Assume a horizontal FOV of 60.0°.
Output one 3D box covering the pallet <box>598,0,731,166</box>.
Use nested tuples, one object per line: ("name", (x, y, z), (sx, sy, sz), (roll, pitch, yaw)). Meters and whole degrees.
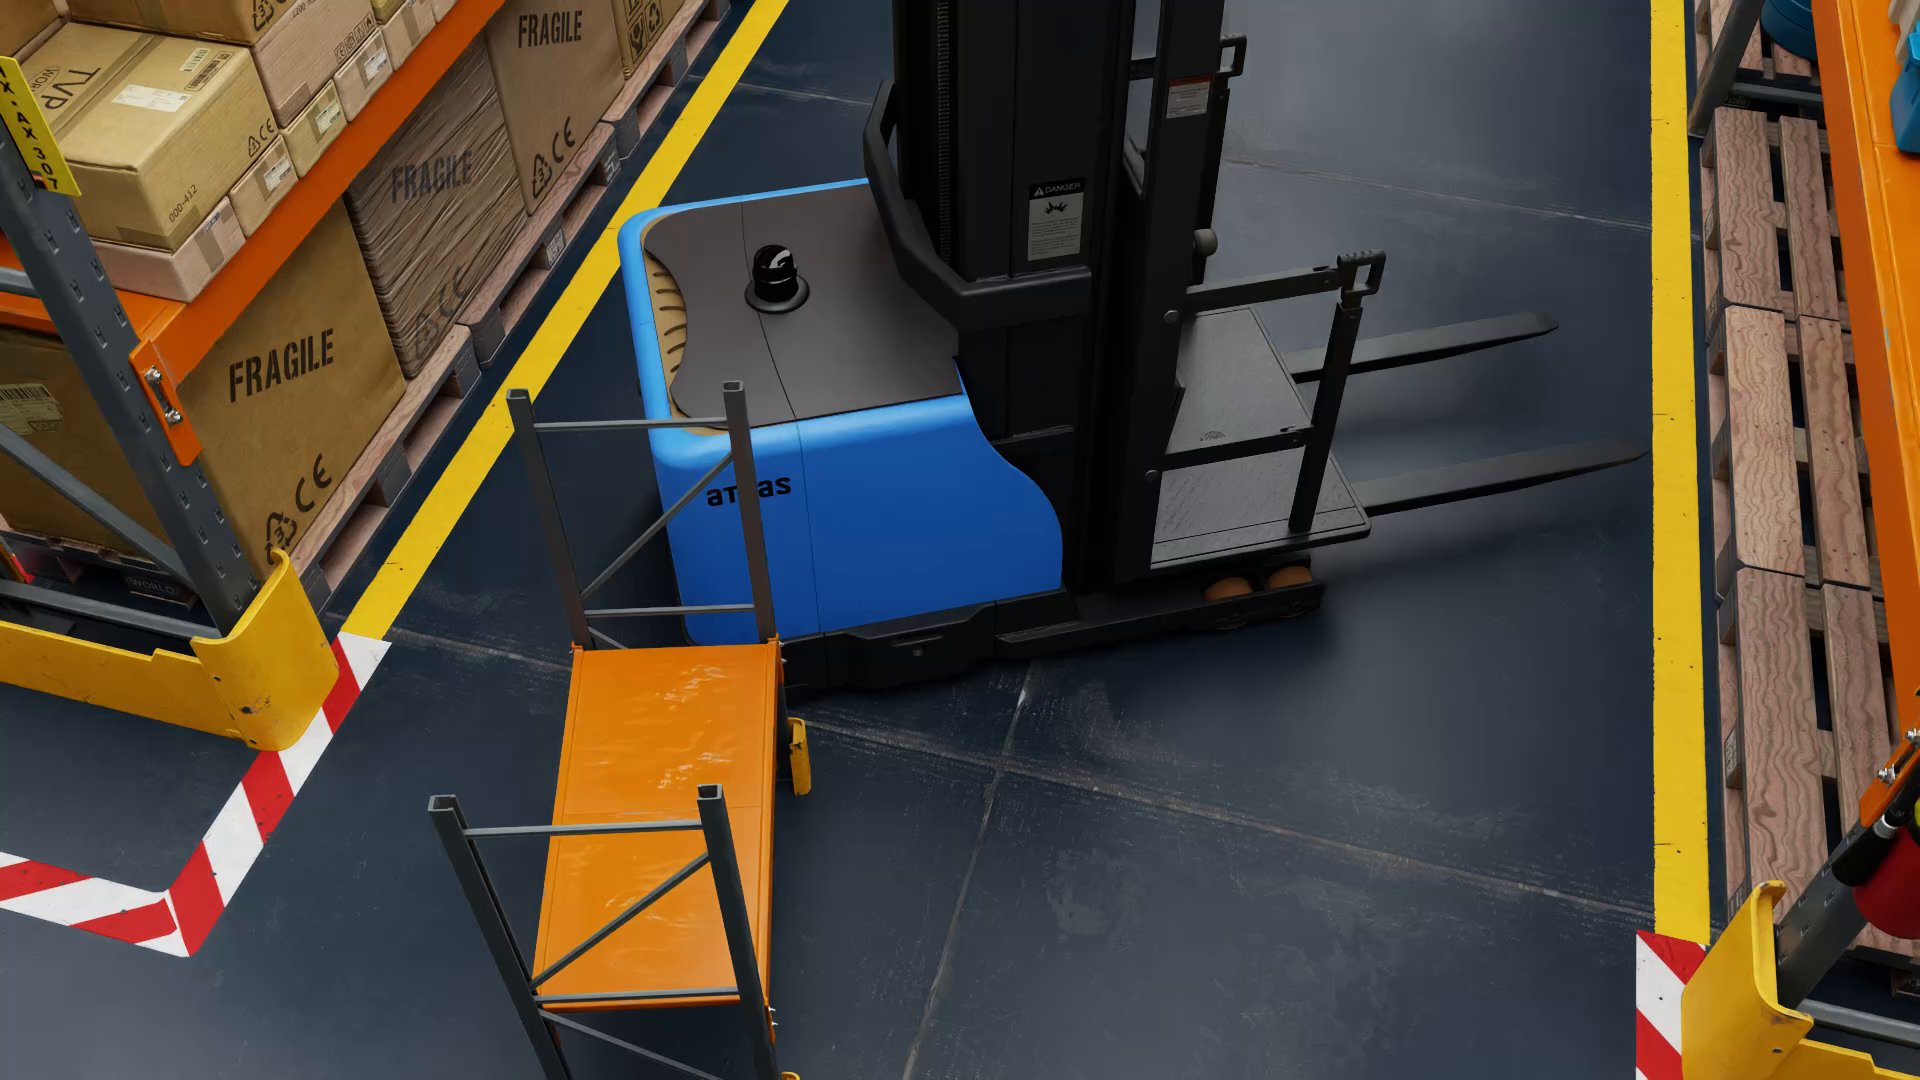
("pallet", (-1.638, -2.072, 6.938), (1.003, 0.211, 1.213), (12, 50, 10))

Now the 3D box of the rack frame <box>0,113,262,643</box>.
("rack frame", (-2.415, -0.636, 3.811), (1.000, 3.000, 0.127), (12, 50, 10))

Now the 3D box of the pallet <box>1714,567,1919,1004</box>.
("pallet", (2.618, 0.675, 4.513), (1.003, 0.211, 1.213), (12, 50, 10))

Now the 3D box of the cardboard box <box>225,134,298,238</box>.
("cardboard box", (-1.937, -0.930, 4.238), (0.380, 0.149, 0.250), (11, 49, 9))

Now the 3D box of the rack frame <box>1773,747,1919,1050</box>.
("rack frame", (2.363, 0.341, 2.948), (1.000, 3.000, 0.127), (12, 50, 10))

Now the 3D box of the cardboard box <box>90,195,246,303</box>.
("cardboard box", (-2.003, -0.745, 4.074), (0.380, 0.149, 0.250), (12, 50, 10))

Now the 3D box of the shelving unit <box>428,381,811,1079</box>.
("shelving unit", (-0.685, 0.565, 3.751), (0.587, 1.500, 1.083), (-2, 49, -2))

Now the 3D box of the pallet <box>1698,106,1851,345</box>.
("pallet", (3.260, -1.090, 6.071), (1.003, 0.211, 1.213), (12, 50, 10))

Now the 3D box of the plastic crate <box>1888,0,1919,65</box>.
("plastic crate", (2.836, -1.464, 4.581), (0.437, 0.282, 0.530), (12, 50, 10))

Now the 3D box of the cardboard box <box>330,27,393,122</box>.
("cardboard box", (-1.803, -1.304, 4.568), (0.380, 0.149, 0.250), (11, 49, 9))

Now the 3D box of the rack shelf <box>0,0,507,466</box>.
("rack shelf", (-1.889, -1.845, 5.357), (1.077, 0.370, 4.000), (12, 50, 10))

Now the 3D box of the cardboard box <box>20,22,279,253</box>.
("cardboard box", (-2.028, -0.979, 4.015), (0.500, 0.250, 0.500), (10, 49, 9))

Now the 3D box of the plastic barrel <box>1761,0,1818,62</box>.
("plastic barrel", (3.576, -2.387, 6.475), (0.600, 0.901, 0.708), (12, 50, 10))

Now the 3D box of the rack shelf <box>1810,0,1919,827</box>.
("rack shelf", (2.890, -0.867, 4.495), (1.077, 0.370, 4.000), (12, 50, 10))

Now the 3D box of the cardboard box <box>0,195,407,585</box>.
("cardboard box", (-2.324, -0.551, 4.872), (0.875, 0.875, 0.875), (12, 50, 10))

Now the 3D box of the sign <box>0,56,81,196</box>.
("sign", (-1.881, -0.835, 3.356), (0.100, 0.325, 0.005), (12, 50, 10))

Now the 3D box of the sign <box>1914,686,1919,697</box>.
("sign", (1.828, 0.191, 2.972), (0.100, 0.325, 0.005), (12, 50, 10))

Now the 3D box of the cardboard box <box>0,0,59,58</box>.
("cardboard box", (-2.540, -1.337, 3.831), (0.500, 0.500, 0.500), (12, 50, 10))

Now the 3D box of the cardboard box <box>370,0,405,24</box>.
("cardboard box", (-1.762, -1.719, 4.668), (0.500, 0.250, 0.500), (10, 49, 9))

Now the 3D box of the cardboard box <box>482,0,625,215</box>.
("cardboard box", (-1.850, -1.853, 6.021), (0.875, 0.875, 0.875), (12, 50, 10))

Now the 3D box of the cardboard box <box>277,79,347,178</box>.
("cardboard box", (-1.870, -1.116, 4.402), (0.380, 0.149, 0.250), (11, 49, 9))

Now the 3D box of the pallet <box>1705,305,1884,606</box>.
("pallet", (2.941, -0.204, 5.290), (1.003, 0.211, 1.213), (12, 50, 10))

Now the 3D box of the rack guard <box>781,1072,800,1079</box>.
("rack guard", (-0.661, 1.351, 3.891), (0.587, 0.250, 0.087), (-2, 49, -2))

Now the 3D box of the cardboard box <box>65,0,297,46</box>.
("cardboard box", (-1.897, -1.588, 4.053), (0.500, 0.500, 0.500), (10, 49, 9))

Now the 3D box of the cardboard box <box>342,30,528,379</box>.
("cardboard box", (-2.084, -1.209, 5.453), (0.875, 0.875, 0.875), (12, 50, 10))

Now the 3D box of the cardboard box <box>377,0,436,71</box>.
("cardboard box", (-1.735, -1.488, 4.730), (0.380, 0.149, 0.250), (11, 49, 9))

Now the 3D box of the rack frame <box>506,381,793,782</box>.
("rack frame", (-0.711, 0.177, 4.093), (0.500, 1.500, 0.032), (-2, 49, -2))

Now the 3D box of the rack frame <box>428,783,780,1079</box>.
("rack frame", (-0.661, 0.938, 3.421), (0.500, 1.500, 0.032), (-2, 49, -2))

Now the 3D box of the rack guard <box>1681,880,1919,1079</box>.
("rack guard", (2.369, 1.188, 3.868), (1.175, 0.500, 0.348), (12, 50, 10))

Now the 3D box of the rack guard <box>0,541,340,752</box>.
("rack guard", (-2.421, 0.209, 4.733), (1.175, 0.500, 0.348), (12, 50, 10))

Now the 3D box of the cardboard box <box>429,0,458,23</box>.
("cardboard box", (-1.667, -1.675, 4.895), (0.380, 0.149, 0.250), (11, 50, 10))

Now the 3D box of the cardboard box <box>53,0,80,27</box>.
("cardboard box", (-2.409, -1.454, 4.435), (0.500, 0.250, 0.500), (11, 49, 9))

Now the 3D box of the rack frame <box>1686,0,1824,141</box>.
("rack frame", (3.416, -2.552, 5.502), (1.000, 3.000, 0.127), (12, 50, 10))

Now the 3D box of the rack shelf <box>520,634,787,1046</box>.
("rack shelf", (-0.686, 0.677, 3.892), (0.538, 0.185, 1.000), (-2, 49, -2))

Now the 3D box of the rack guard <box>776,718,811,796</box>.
("rack guard", (-0.710, 0.605, 4.549), (0.587, 0.250, 0.087), (-2, 49, -2))

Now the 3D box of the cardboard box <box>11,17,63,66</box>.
("cardboard box", (-2.544, -1.088, 4.111), (0.500, 0.250, 0.500), (11, 49, 9))

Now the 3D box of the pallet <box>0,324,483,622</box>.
("pallet", (-2.280, -0.307, 5.380), (1.003, 0.211, 1.213), (12, 50, 10))

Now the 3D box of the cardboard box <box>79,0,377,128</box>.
("cardboard box", (-1.898, -1.356, 4.348), (0.500, 0.250, 0.500), (11, 49, 10))

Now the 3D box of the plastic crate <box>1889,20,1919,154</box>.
("plastic crate", (2.656, -1.159, 4.344), (0.416, 0.233, 0.300), (12, 50, 10))

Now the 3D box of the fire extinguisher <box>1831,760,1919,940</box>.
("fire extinguisher", (1.885, 0.510, 3.100), (0.296, 0.674, 0.183), (12, 50, 10))

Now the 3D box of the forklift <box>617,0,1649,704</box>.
("forklift", (0.607, -1.079, 4.247), (3.031, 2.935, 1.130), (-10, 49, -9))

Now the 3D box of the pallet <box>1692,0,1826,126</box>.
("pallet", (3.659, -2.179, 7.032), (1.003, 0.211, 1.213), (12, 50, 10))

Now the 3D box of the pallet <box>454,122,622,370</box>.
("pallet", (-1.957, -1.187, 6.157), (1.003, 0.211, 1.213), (12, 50, 10))

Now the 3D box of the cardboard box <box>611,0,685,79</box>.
("cardboard box", (-1.613, -2.504, 6.596), (0.875, 0.875, 0.875), (12, 50, 10))
